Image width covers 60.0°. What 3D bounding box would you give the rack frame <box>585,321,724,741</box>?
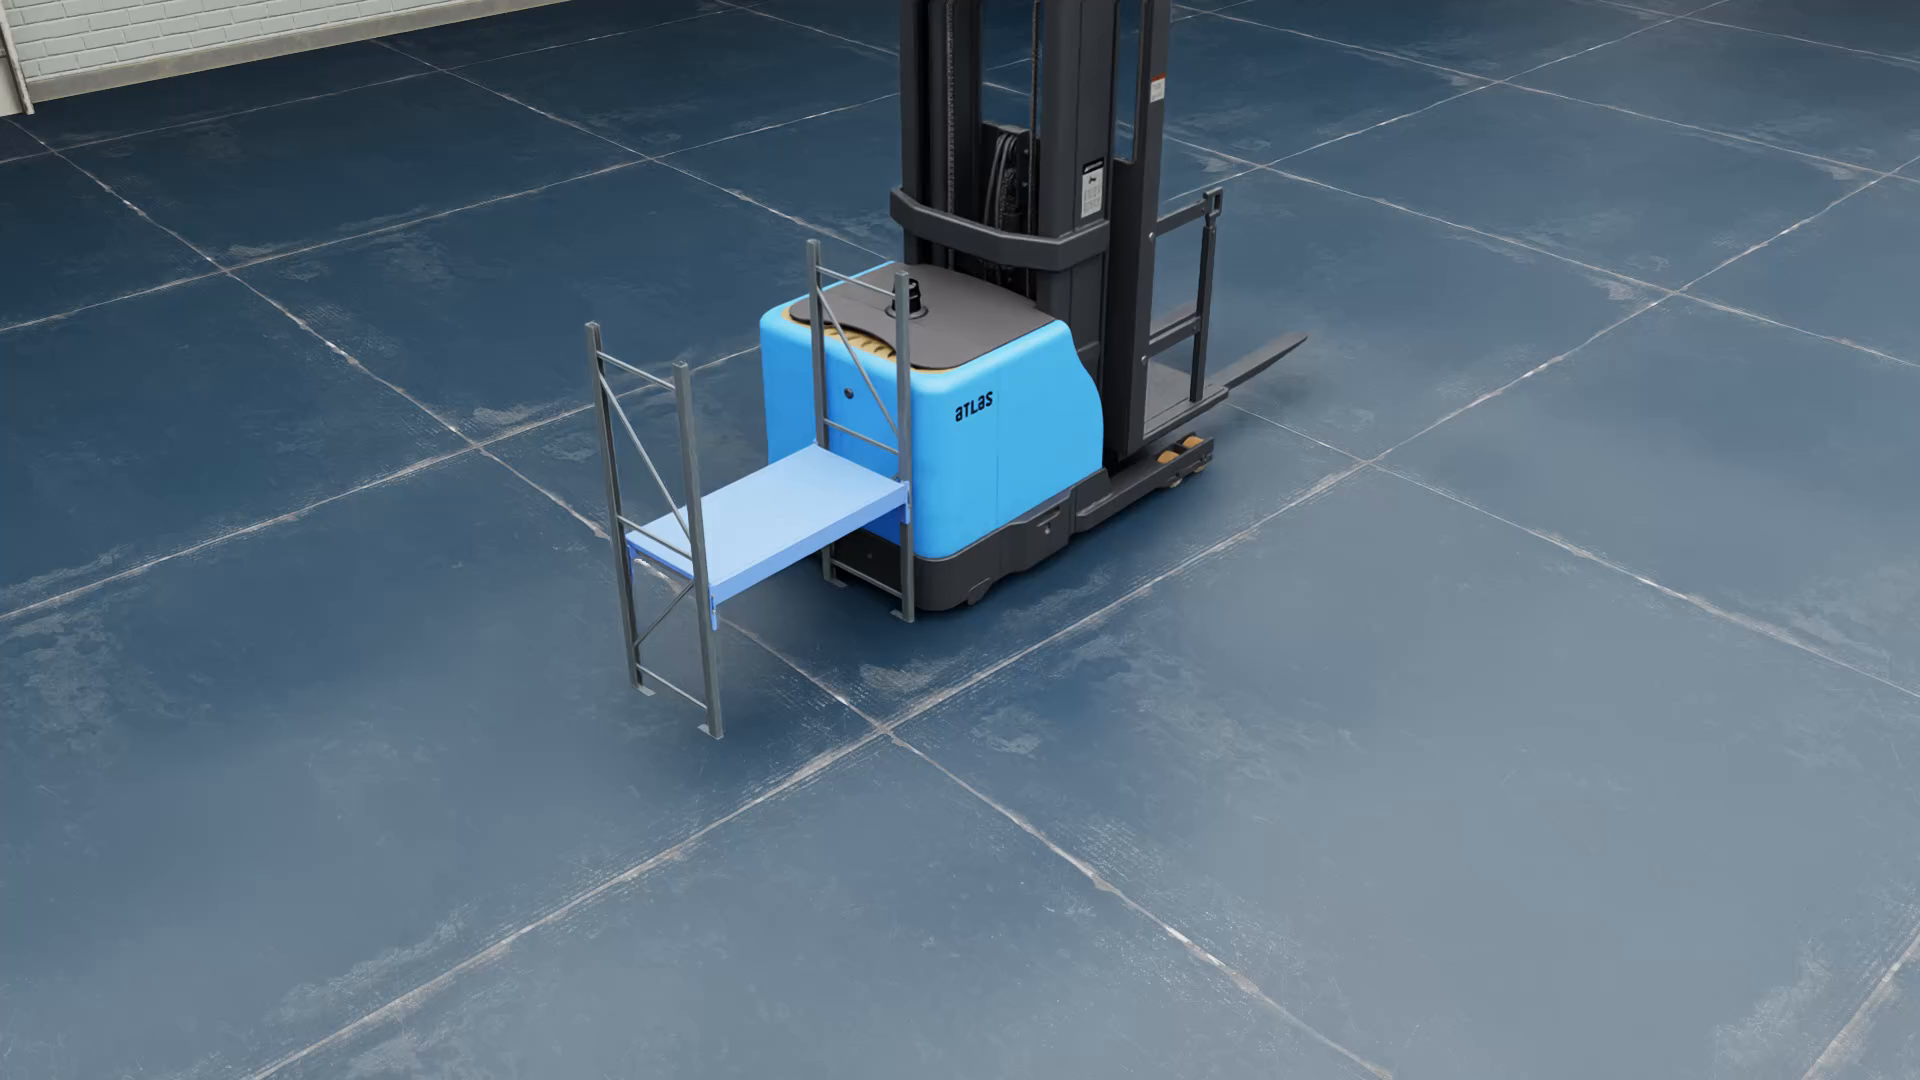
[{"bbox_3d":[-1.058,0.000,5.812,0.500,1.500,0.032,25,39,35],"label":"rack frame"}]

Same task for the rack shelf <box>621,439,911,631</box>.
[{"bbox_3d":[-0.718,-0.043,6.228,0.538,0.185,1.000,25,39,35],"label":"rack shelf"}]

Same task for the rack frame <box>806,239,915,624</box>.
[{"bbox_3d":[-0.378,-0.394,6.457,0.500,1.500,0.032,25,39,35],"label":"rack frame"}]

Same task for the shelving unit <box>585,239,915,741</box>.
[{"bbox_3d":[-0.718,-0.197,6.134,0.538,1.500,1.048,25,39,35],"label":"shelving unit"}]

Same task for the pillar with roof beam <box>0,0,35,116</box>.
[{"bbox_3d":[-4.272,-5.389,7.437,0.400,9.000,9.100,-26,40,-35],"label":"pillar with roof beam"}]

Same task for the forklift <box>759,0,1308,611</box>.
[{"bbox_3d":[0.534,-1.651,7.141,1.130,2.935,3.031,25,39,35],"label":"forklift"}]
